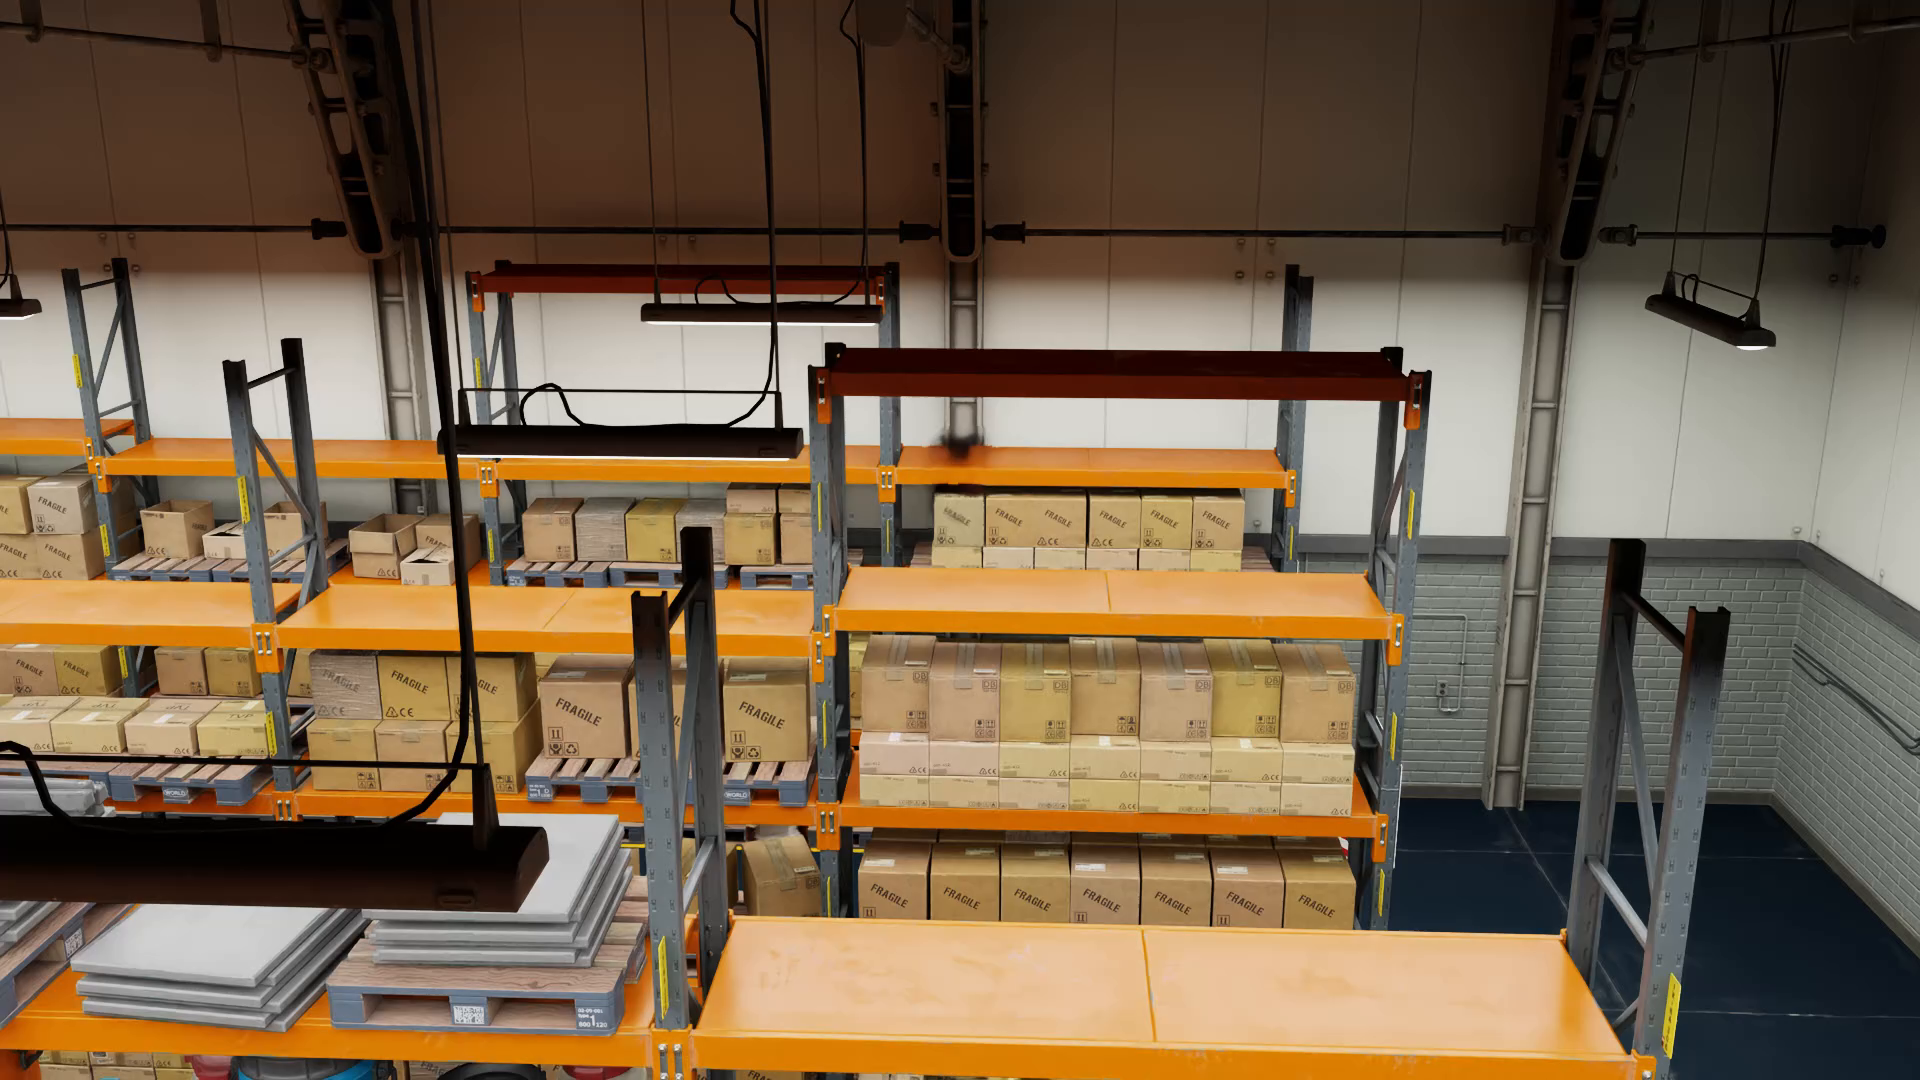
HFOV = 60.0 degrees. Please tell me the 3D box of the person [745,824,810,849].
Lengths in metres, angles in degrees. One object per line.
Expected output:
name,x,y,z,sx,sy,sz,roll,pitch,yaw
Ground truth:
person,-1.700,2.872,15.523,0.614,1.770,0.394,-5,17,-16
